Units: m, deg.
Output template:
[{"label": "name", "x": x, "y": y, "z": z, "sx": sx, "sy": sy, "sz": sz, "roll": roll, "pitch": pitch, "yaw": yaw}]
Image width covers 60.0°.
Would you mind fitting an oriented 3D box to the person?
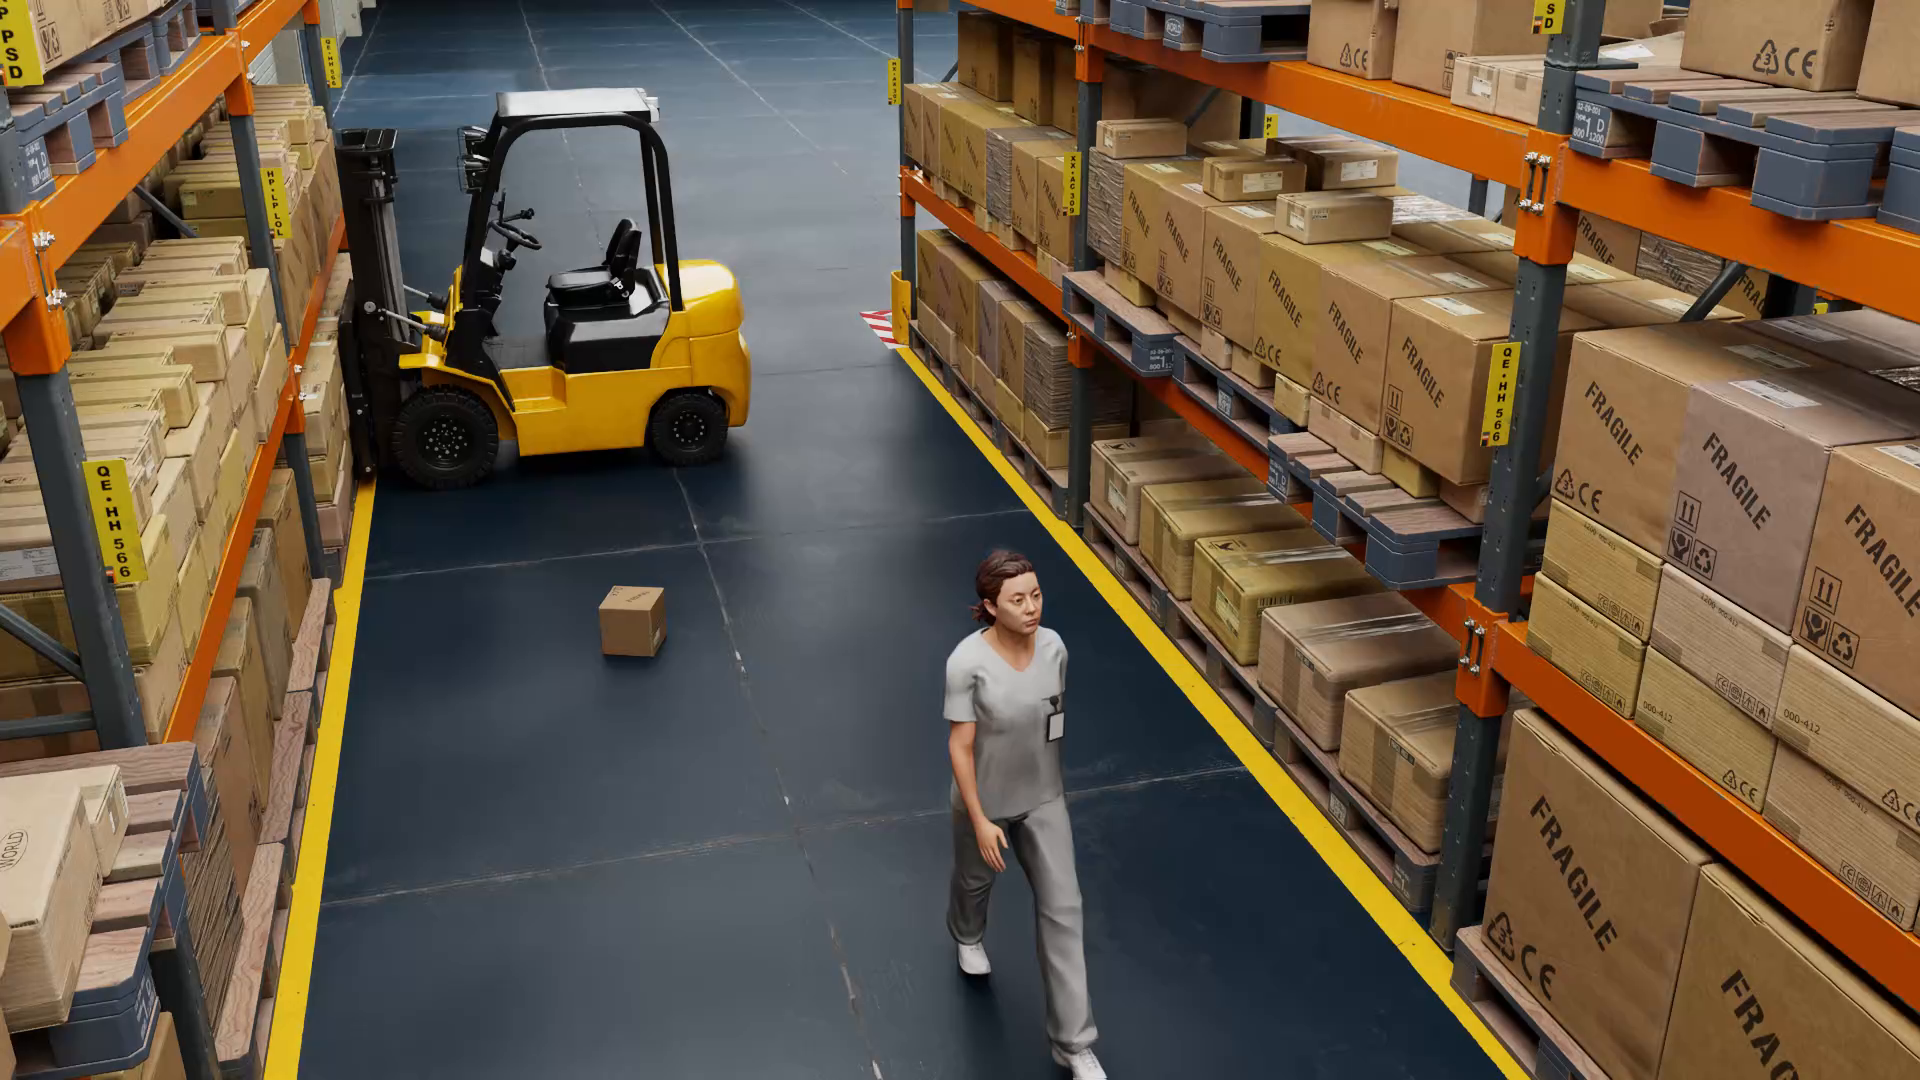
[{"label": "person", "x": 0.177, "y": 0.831, "z": 5.142, "sx": 0.442, "sy": 1.587, "sz": 1.009, "roll": -8, "pitch": 24, "yaw": -18}]
